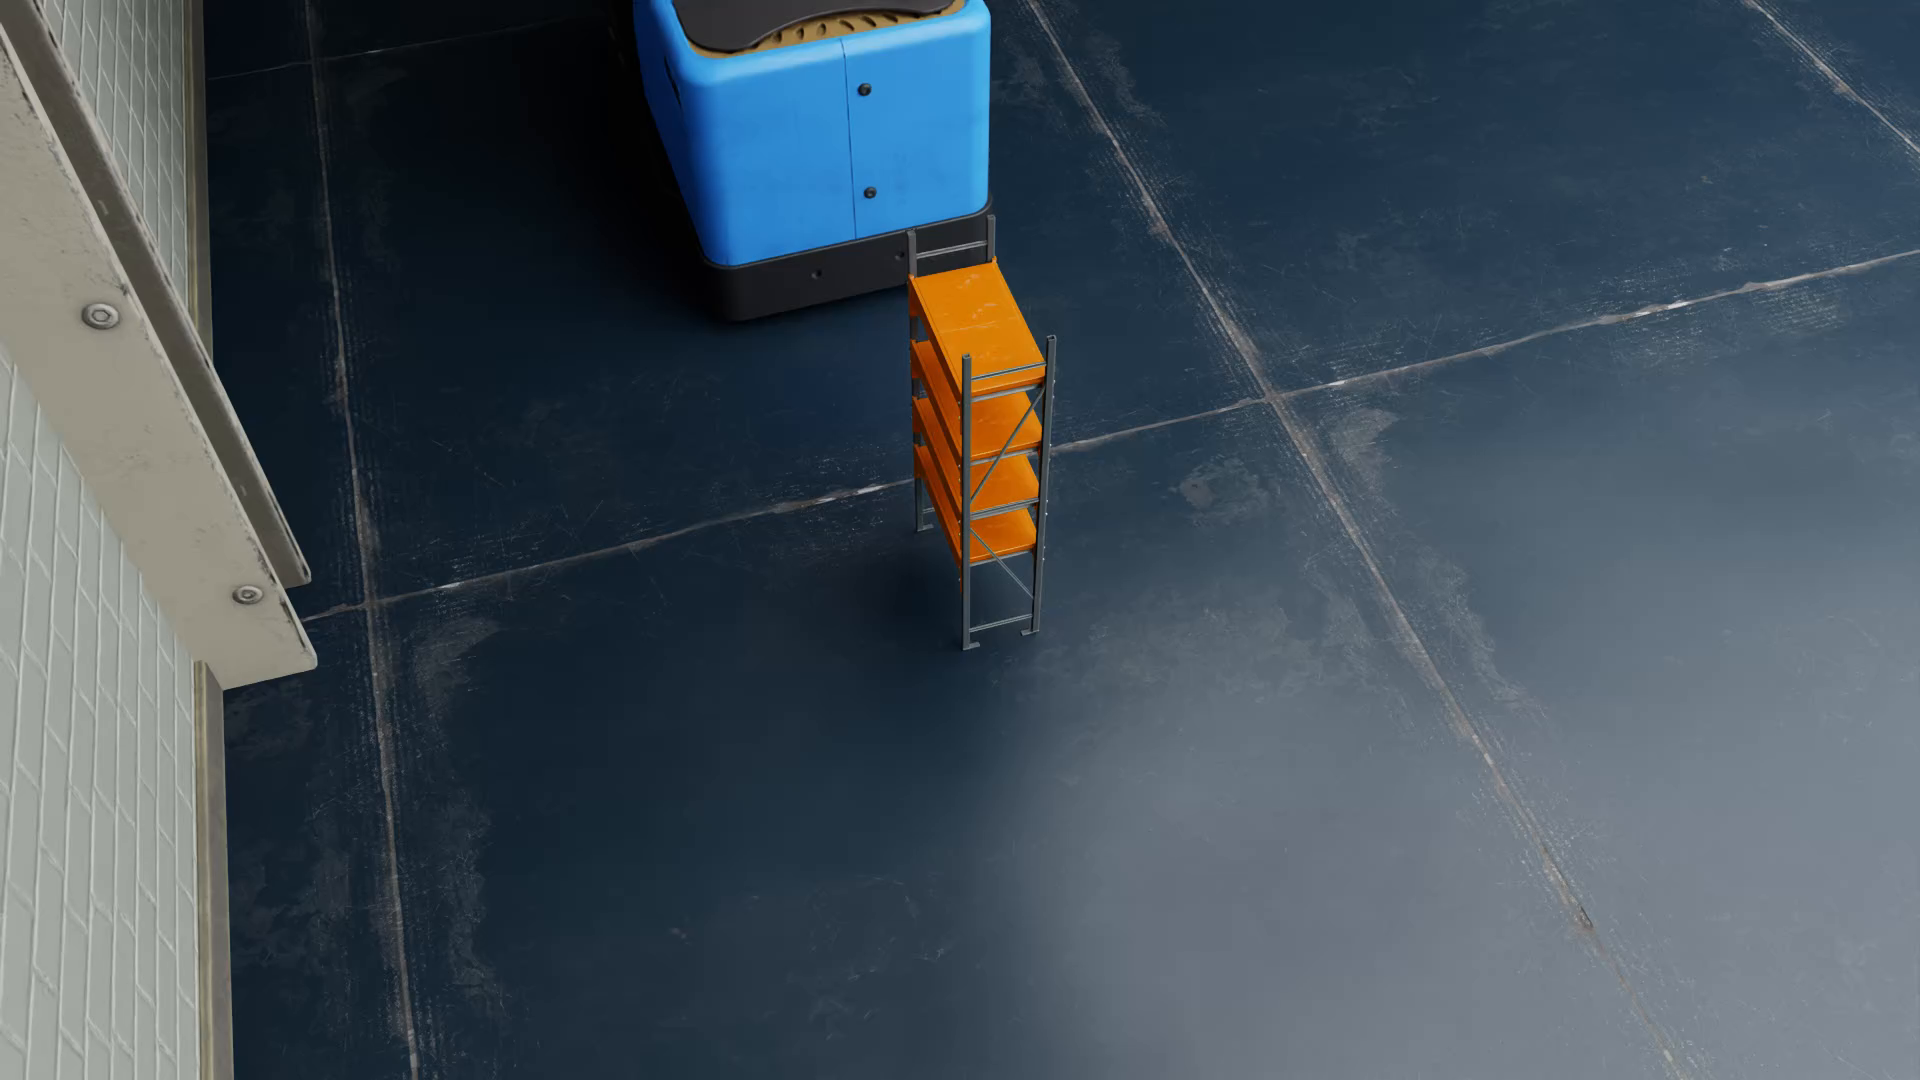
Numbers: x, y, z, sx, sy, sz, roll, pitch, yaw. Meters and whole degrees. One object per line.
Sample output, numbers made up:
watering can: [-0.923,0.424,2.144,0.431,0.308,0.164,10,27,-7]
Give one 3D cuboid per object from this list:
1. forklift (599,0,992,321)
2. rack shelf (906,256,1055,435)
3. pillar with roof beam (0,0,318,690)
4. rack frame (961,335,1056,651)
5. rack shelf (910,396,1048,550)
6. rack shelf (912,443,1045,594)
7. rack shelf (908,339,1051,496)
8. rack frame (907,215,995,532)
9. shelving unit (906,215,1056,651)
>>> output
forklift: [-0.845,-2.863,5.746,1.130,2.935,3.031,-15,51,-12]
rack shelf: [0.049,-0.519,4.389,0.258,0.148,0.480,-13,51,-11]
pillar with roof beam: [2.001,-3.605,2.403,9.100,9.000,0.400,-13,51,-11]
rack frame: [0.121,-0.088,4.539,0.240,1.200,0.015,-13,51,-11]
rack shelf: [0.049,-0.222,4.741,0.258,0.148,0.480,-13,51,-11]
rack shelf: [0.049,-0.094,4.893,0.258,0.148,0.480,-13,51,-11]
rack shelf: [0.049,-0.367,4.570,0.258,0.148,0.480,-13,51,-11]
rack frame: [-0.023,-0.444,4.840,0.240,1.200,0.015,-13,51,-11]
shelving unit: [0.049,-0.266,4.689,0.258,1.200,0.503,-13,51,-11]
